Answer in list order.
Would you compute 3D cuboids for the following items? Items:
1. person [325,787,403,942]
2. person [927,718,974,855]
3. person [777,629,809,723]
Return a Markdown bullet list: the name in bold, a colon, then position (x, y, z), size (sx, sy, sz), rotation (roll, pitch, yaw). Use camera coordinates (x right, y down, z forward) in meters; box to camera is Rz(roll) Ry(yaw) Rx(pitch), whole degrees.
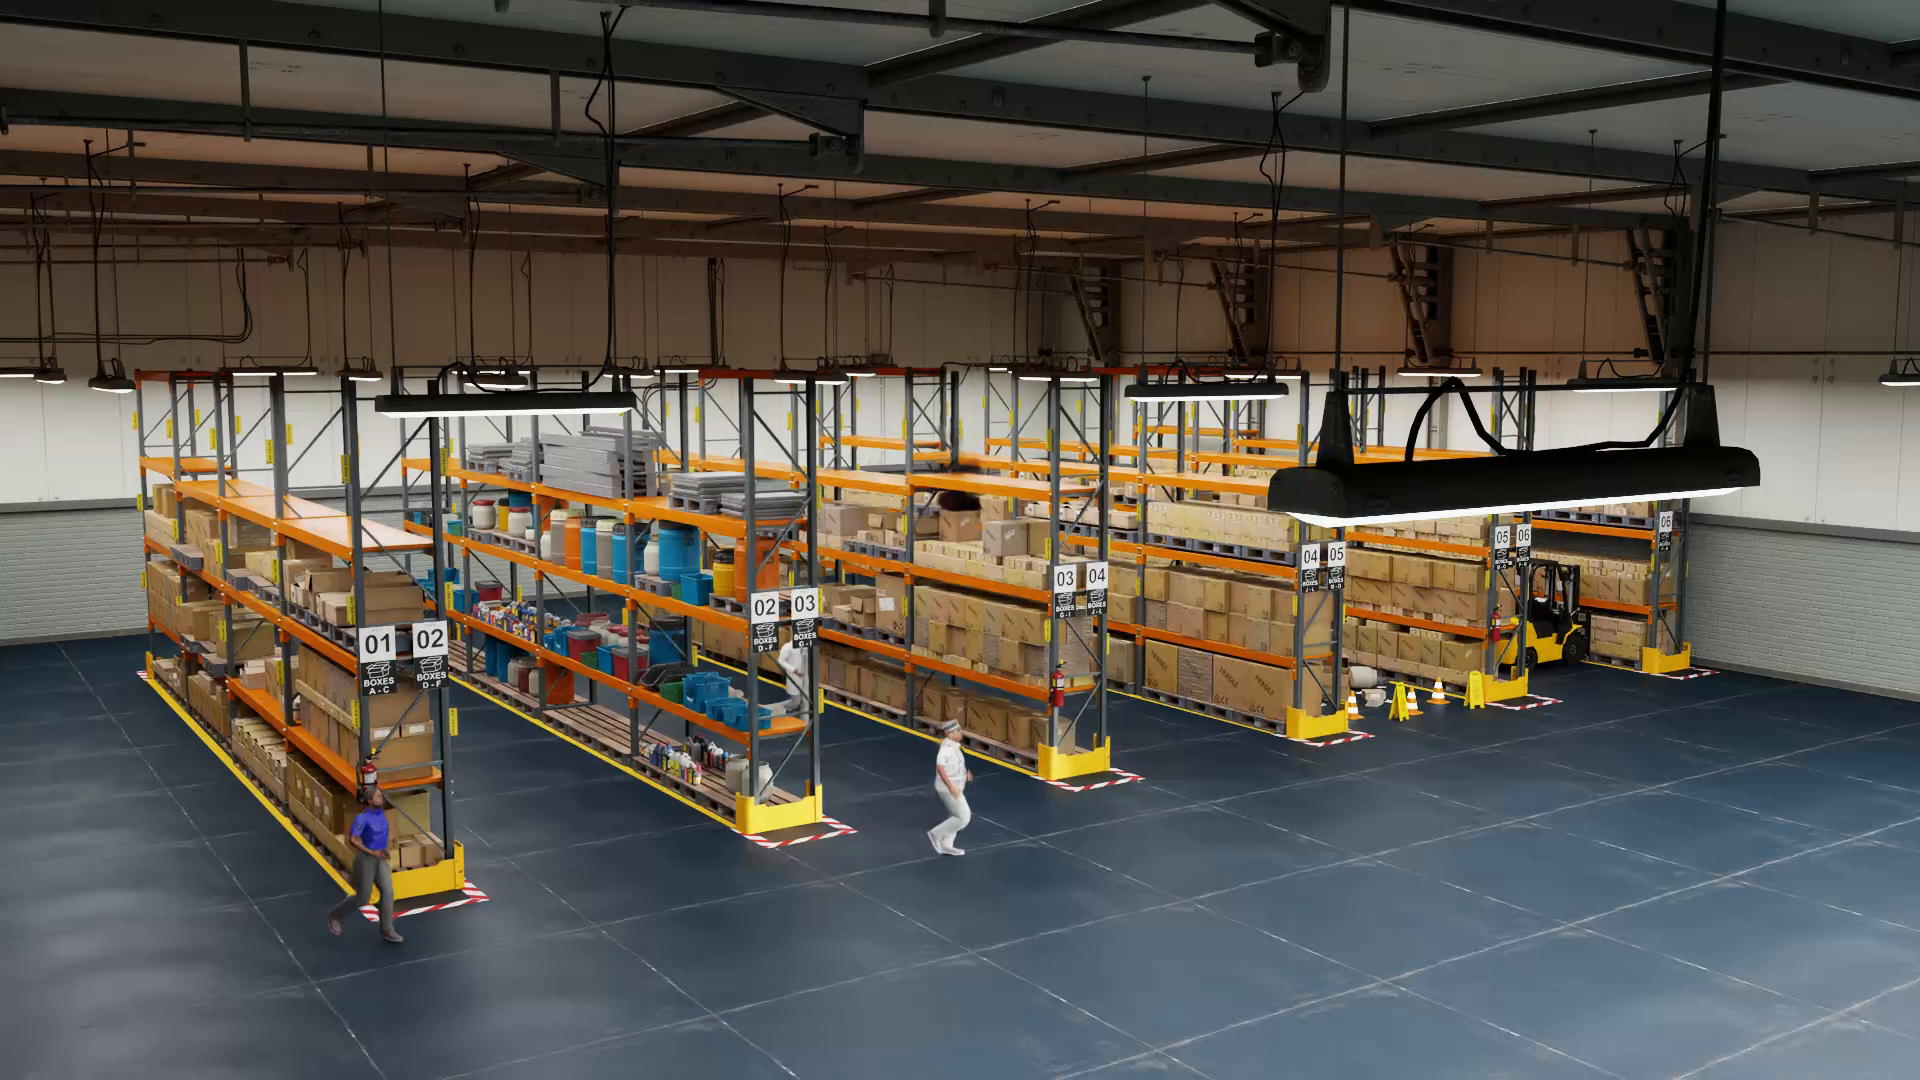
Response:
- **person**: position (-6.366, 3.495, 18.034), size (0.900, 1.603, 0.653), rotation (2, 7, 15)
- **person**: position (-0.121, 3.110, 20.961), size (0.597, 1.746, 0.678), rotation (0, 6, -3)
- **person**: position (-2.733, 2.320, 27.789), size (0.921, 1.738, 0.720), rotation (5, 8, 40)
